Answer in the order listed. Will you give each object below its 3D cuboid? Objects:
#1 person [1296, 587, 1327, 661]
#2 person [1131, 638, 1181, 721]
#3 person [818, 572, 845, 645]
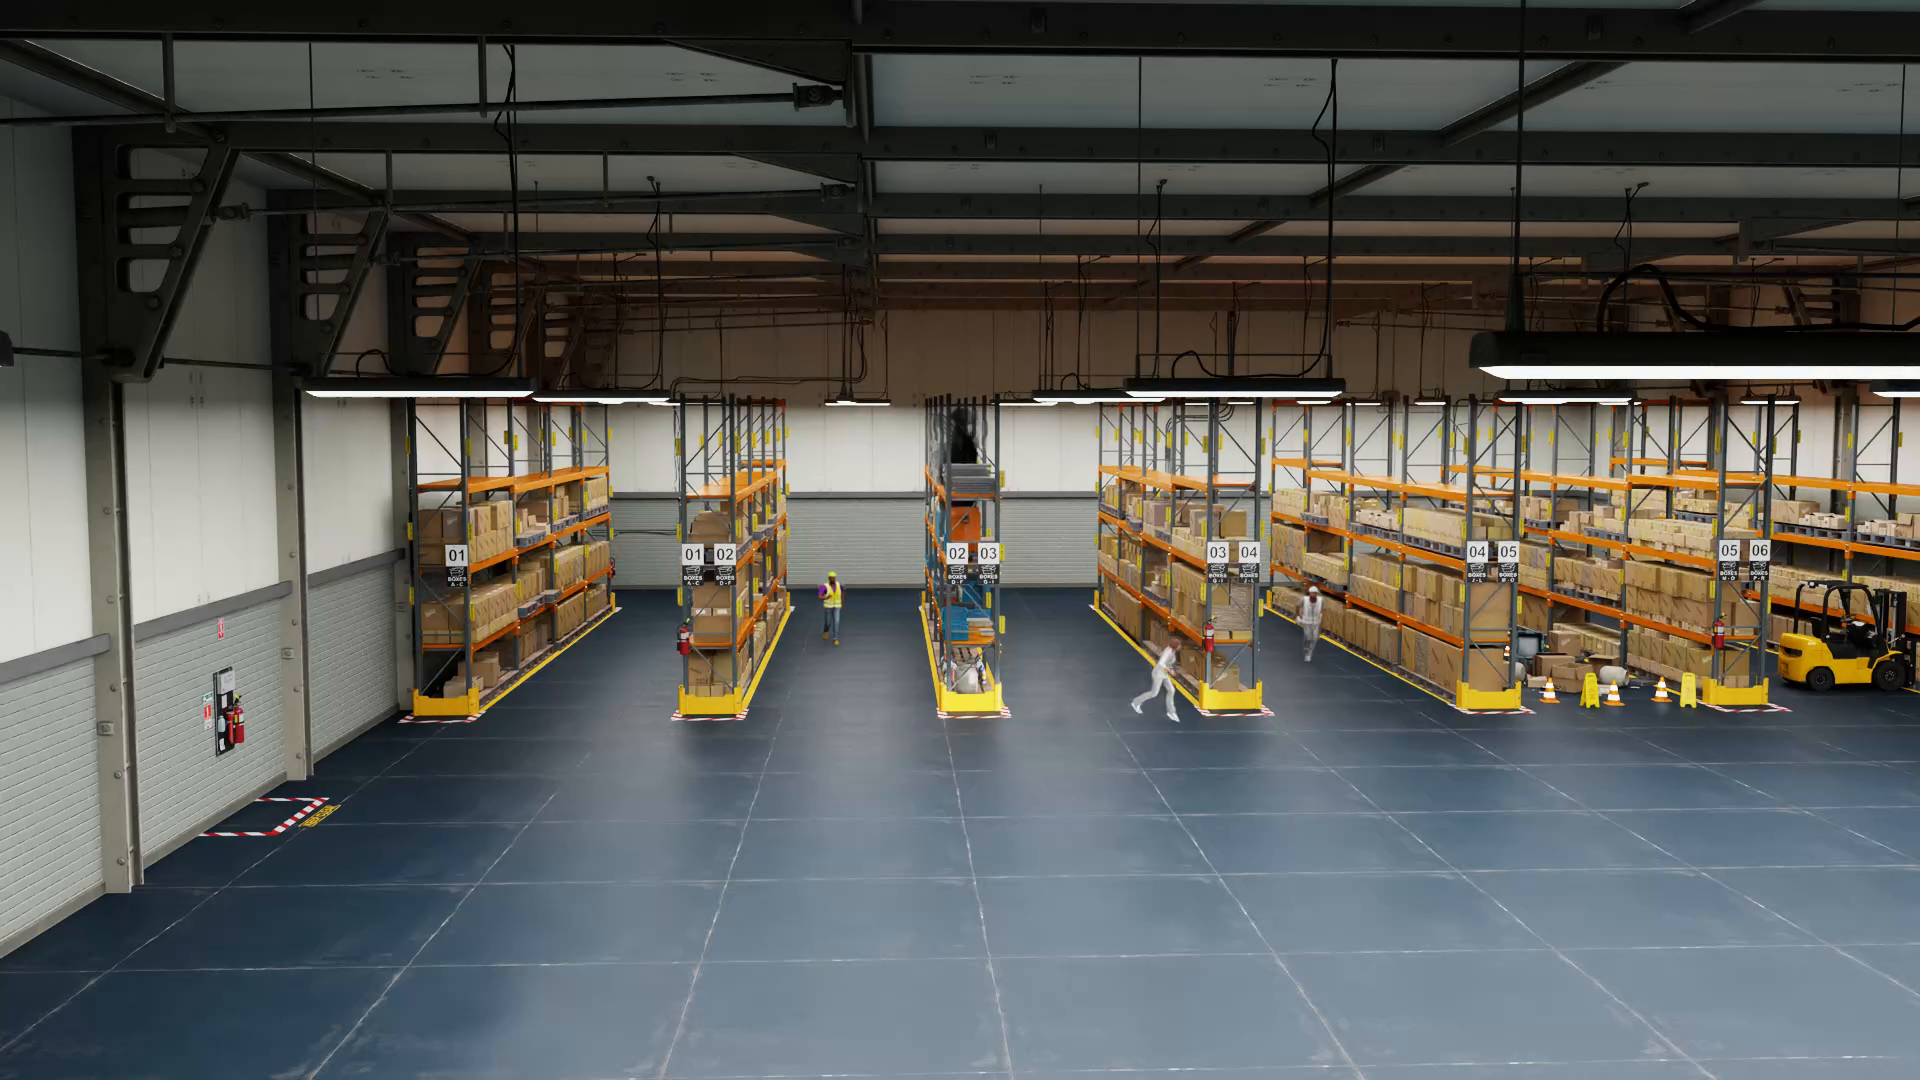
[{"bbox_3d":[7.959,1.892,37.602,0.657,1.713,0.662,0,5,-2],"label":"person"},{"bbox_3d":[3.623,2.558,30.696,0.919,1.546,0.575,1,5,16],"label":"person"},{"bbox_3d":[-3.111,1.638,40.304,0.720,1.751,0.926,-2,5,-20],"label":"person"}]
